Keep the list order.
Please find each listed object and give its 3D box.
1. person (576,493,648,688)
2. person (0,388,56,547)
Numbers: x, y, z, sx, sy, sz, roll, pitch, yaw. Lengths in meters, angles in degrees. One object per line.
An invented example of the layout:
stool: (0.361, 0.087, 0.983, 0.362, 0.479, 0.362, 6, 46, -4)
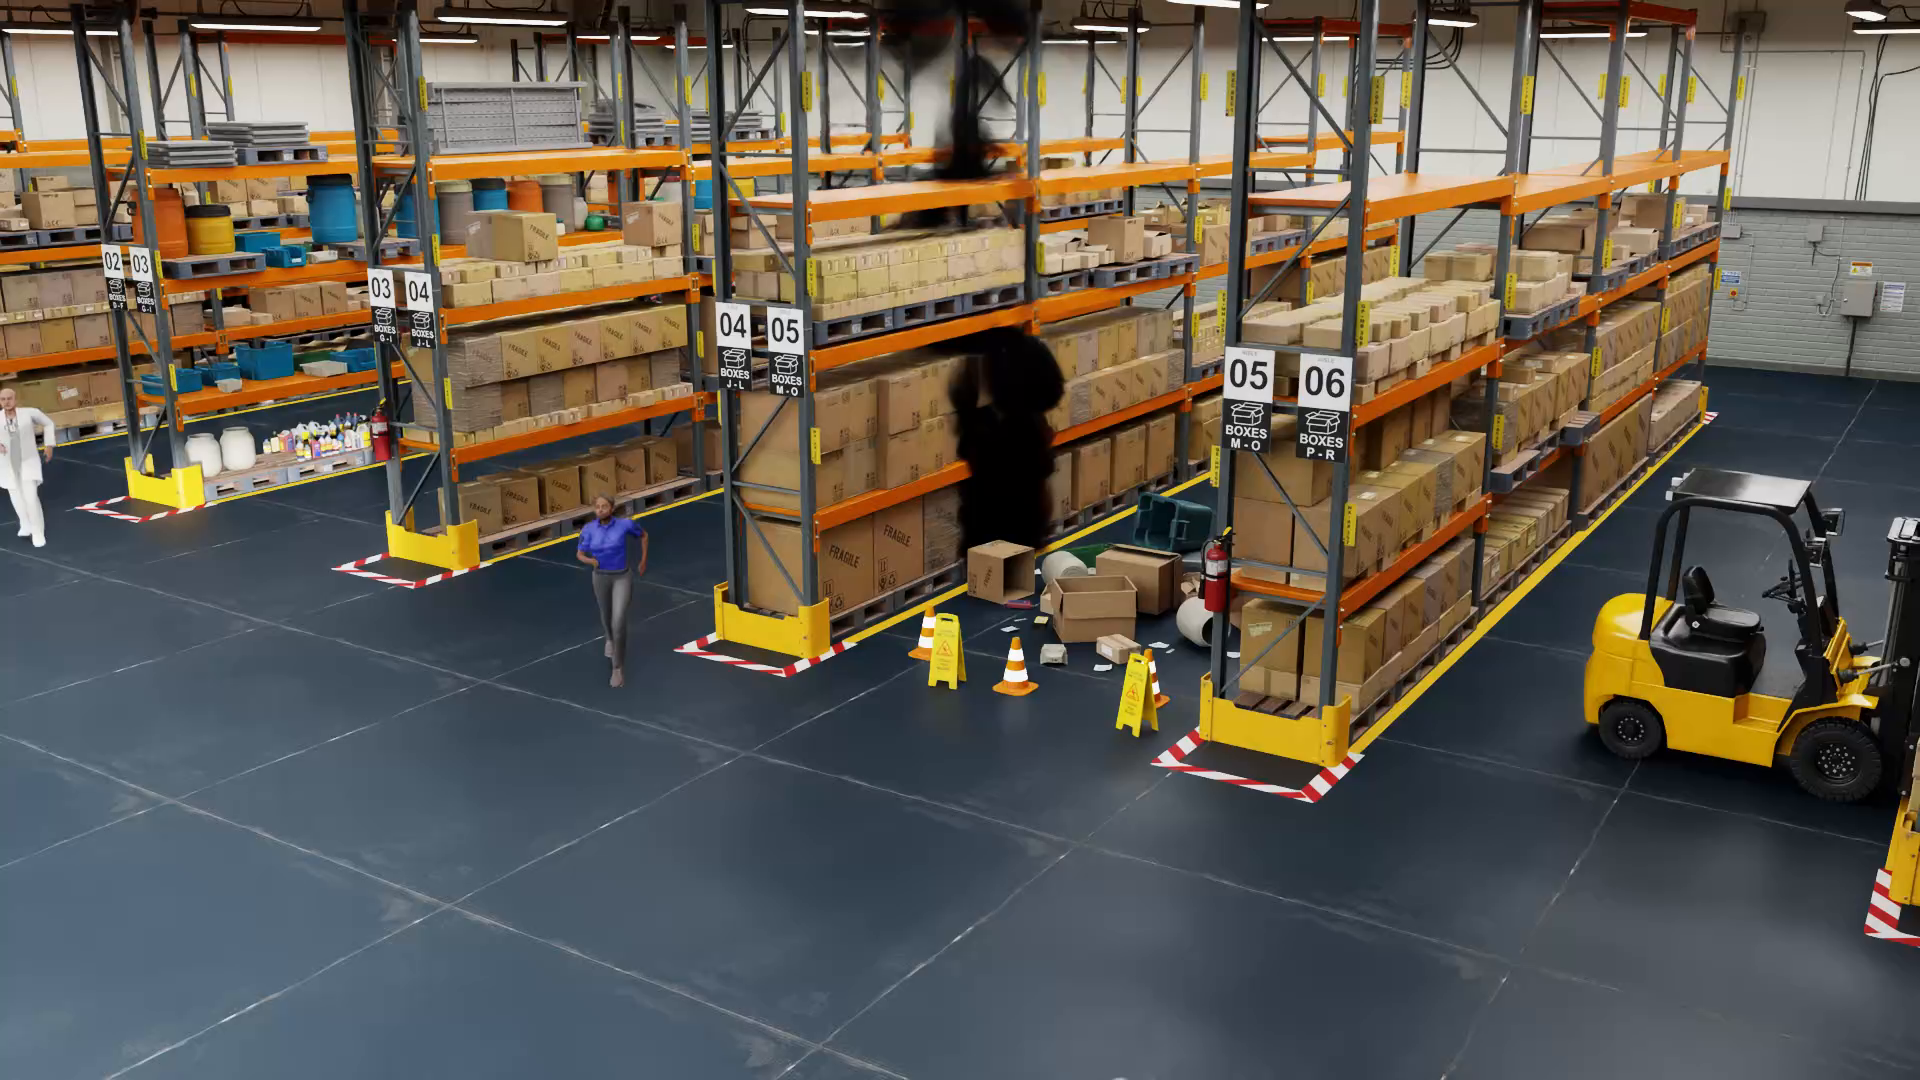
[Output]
person: (-3.065, 0.387, 14.770, 0.586, 1.702, 0.895, 1, 16, 2)
person: (-10.670, -0.811, 18.906, 0.729, 1.856, 0.817, -6, 17, -20)
